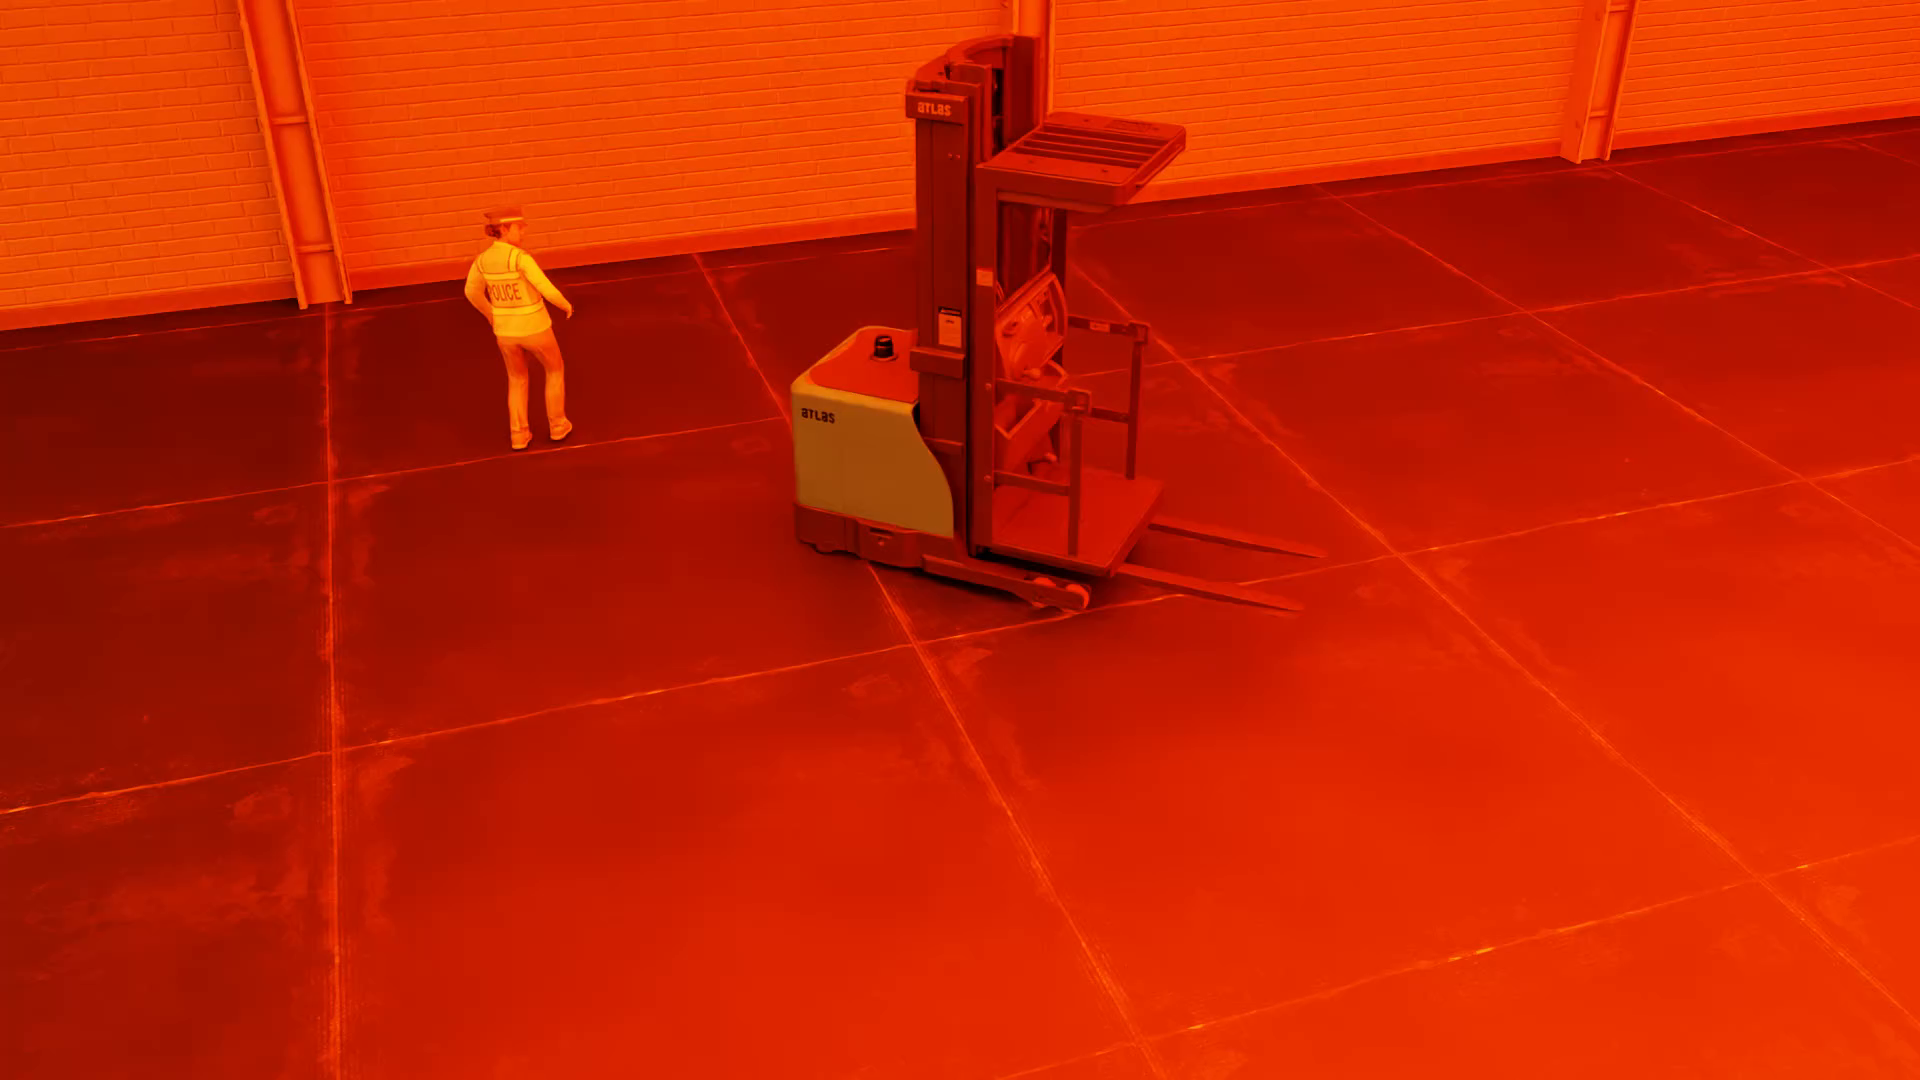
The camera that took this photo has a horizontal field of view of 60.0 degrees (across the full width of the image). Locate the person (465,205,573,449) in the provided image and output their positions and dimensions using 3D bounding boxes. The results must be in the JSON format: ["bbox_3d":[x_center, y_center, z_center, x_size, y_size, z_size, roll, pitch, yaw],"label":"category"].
[{"bbox_3d":[-2.853,-1.383,10.820,0.712,1.632,0.482,6,30,10],"label":"person"}]

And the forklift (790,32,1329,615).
[{"bbox_3d":[0.579,-1.154,9.093,3.031,2.935,1.130,12,32,20],"label":"forklift"}]
